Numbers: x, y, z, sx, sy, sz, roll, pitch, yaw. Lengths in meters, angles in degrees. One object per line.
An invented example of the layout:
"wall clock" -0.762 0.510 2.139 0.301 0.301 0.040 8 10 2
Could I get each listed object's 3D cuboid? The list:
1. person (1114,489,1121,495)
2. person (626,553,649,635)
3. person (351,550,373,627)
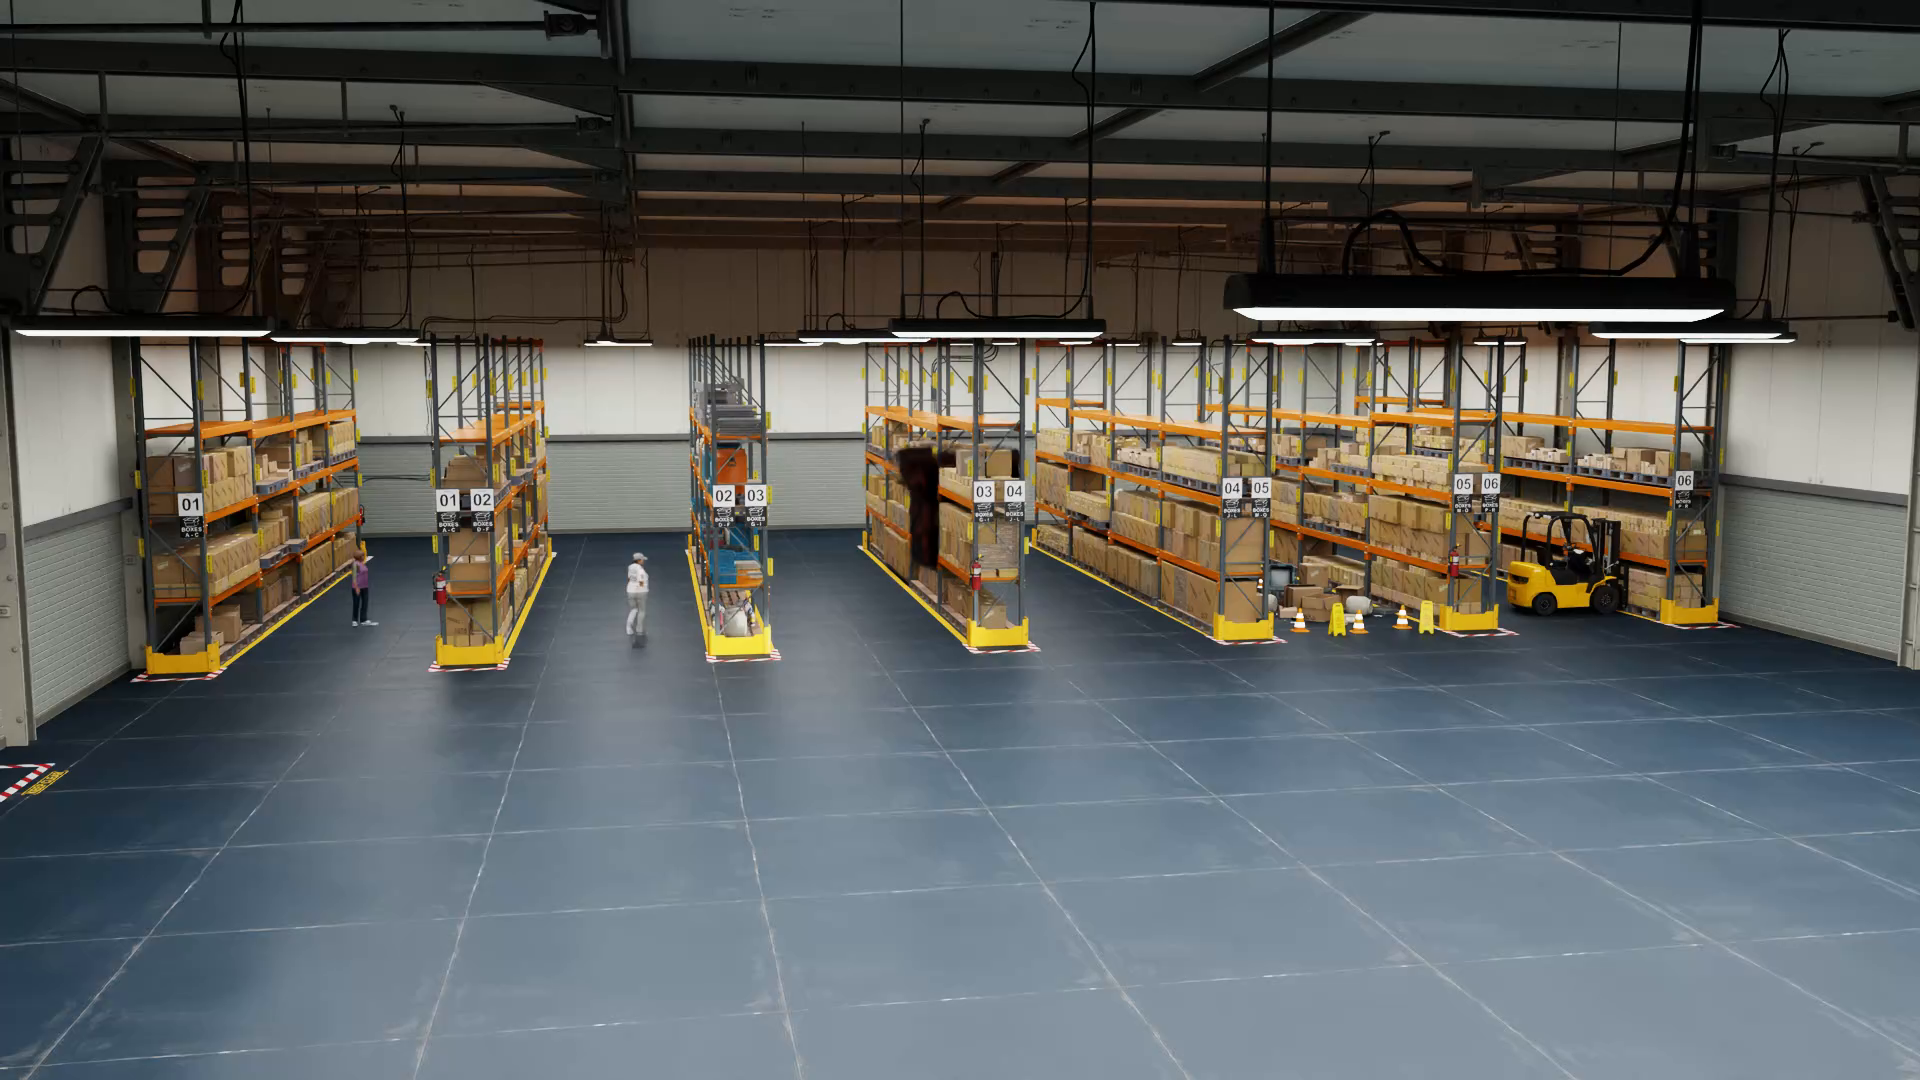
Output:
"person" 4.515 -0.558 47.172 0.378 1.775 0.649 1 7 6
"person" -6.442 1.077 33.294 0.494 1.659 0.476 3 7 23
"person" -12.438 0.995 34.408 0.399 1.596 0.444 4 7 29
